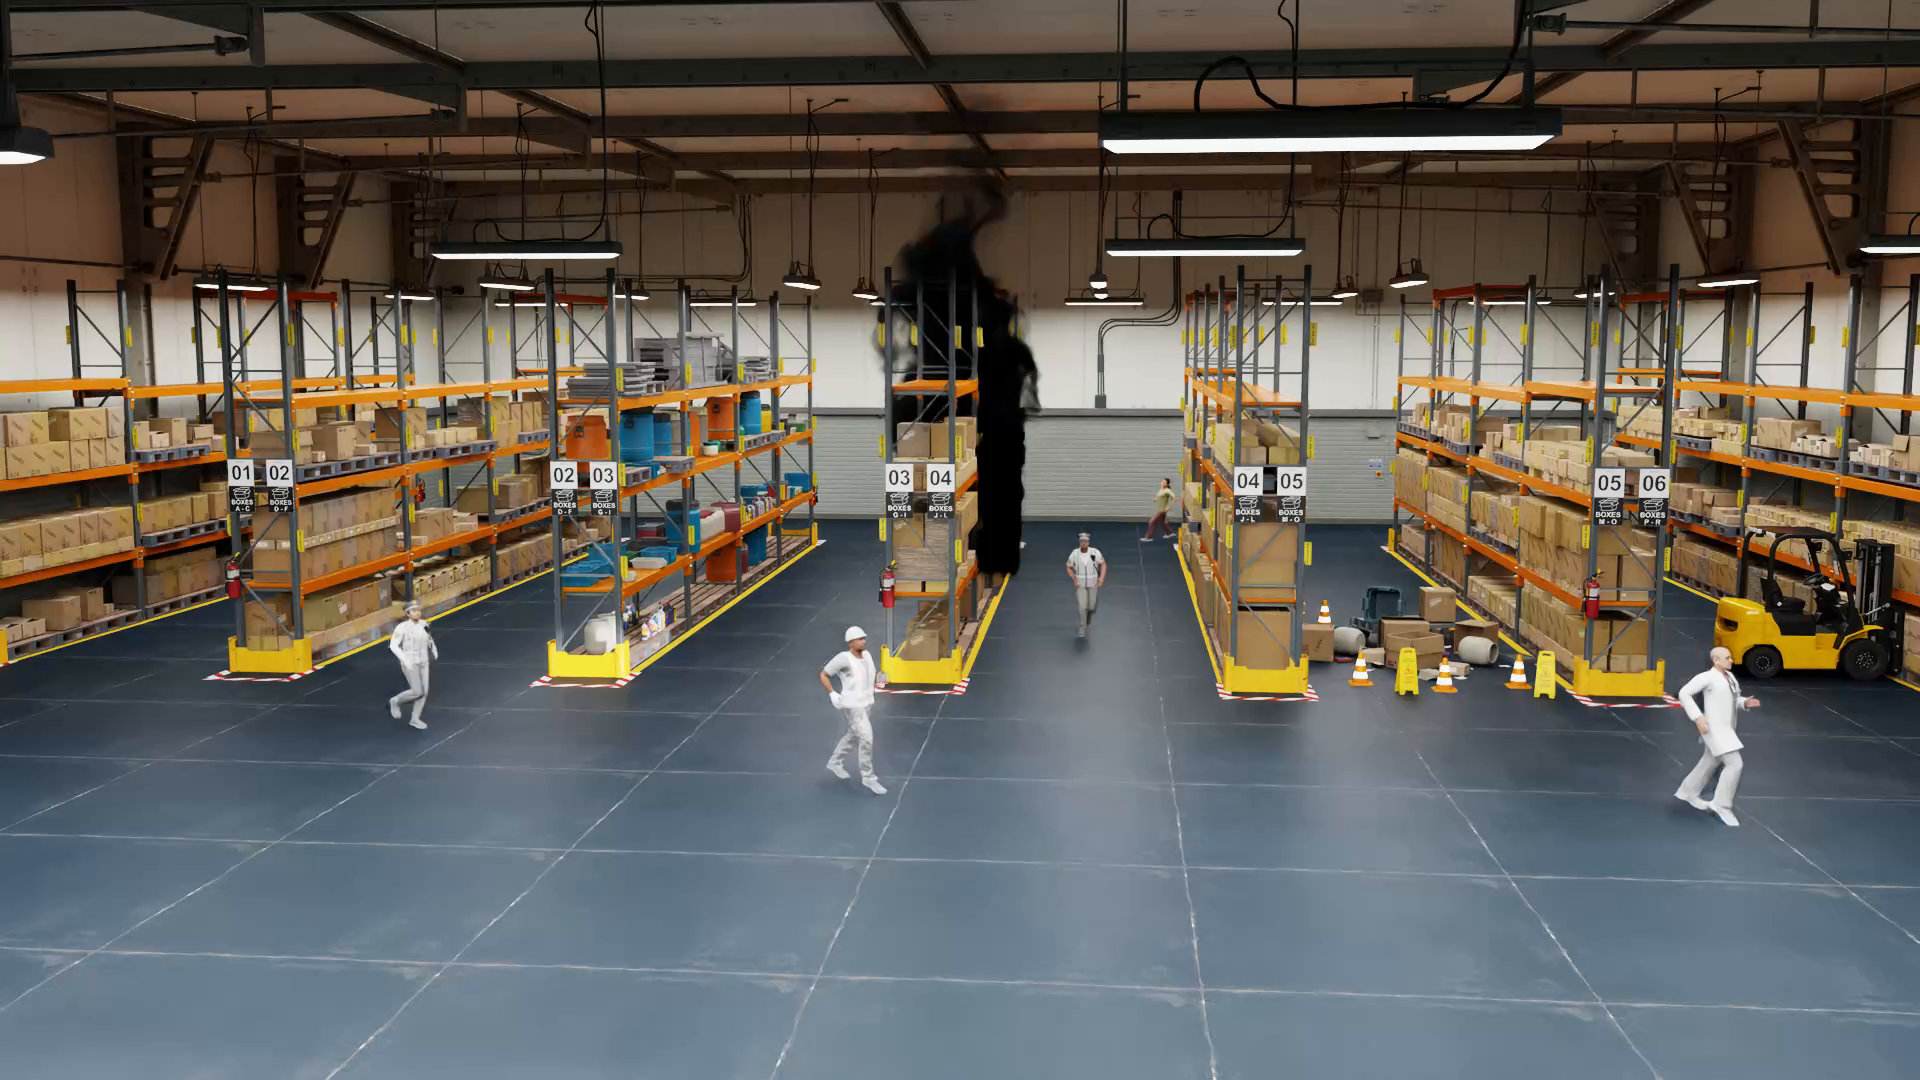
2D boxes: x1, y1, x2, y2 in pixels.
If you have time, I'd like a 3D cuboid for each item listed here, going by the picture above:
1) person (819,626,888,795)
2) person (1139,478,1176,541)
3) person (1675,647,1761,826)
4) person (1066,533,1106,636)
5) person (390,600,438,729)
[{"bbox_3d":[-1.155,1.865,18.479,0.874,1.826,0.671,4,8,27],"label":"person"},{"bbox_3d":[4.862,-0.756,40.815,0.895,1.593,0.738,1,7,8],"label":"person"},{"bbox_3d":[7.891,2.028,17.338,0.669,1.849,0.835,-7,10,-44],"label":"person"},{"bbox_3d":[2.129,0.737,28.123,0.677,1.758,0.647,0,7,2],"label":"person"},{"bbox_3d":[-7.048,1.588,21.481,0.594,1.674,0.606,5,8,34],"label":"person"}]
